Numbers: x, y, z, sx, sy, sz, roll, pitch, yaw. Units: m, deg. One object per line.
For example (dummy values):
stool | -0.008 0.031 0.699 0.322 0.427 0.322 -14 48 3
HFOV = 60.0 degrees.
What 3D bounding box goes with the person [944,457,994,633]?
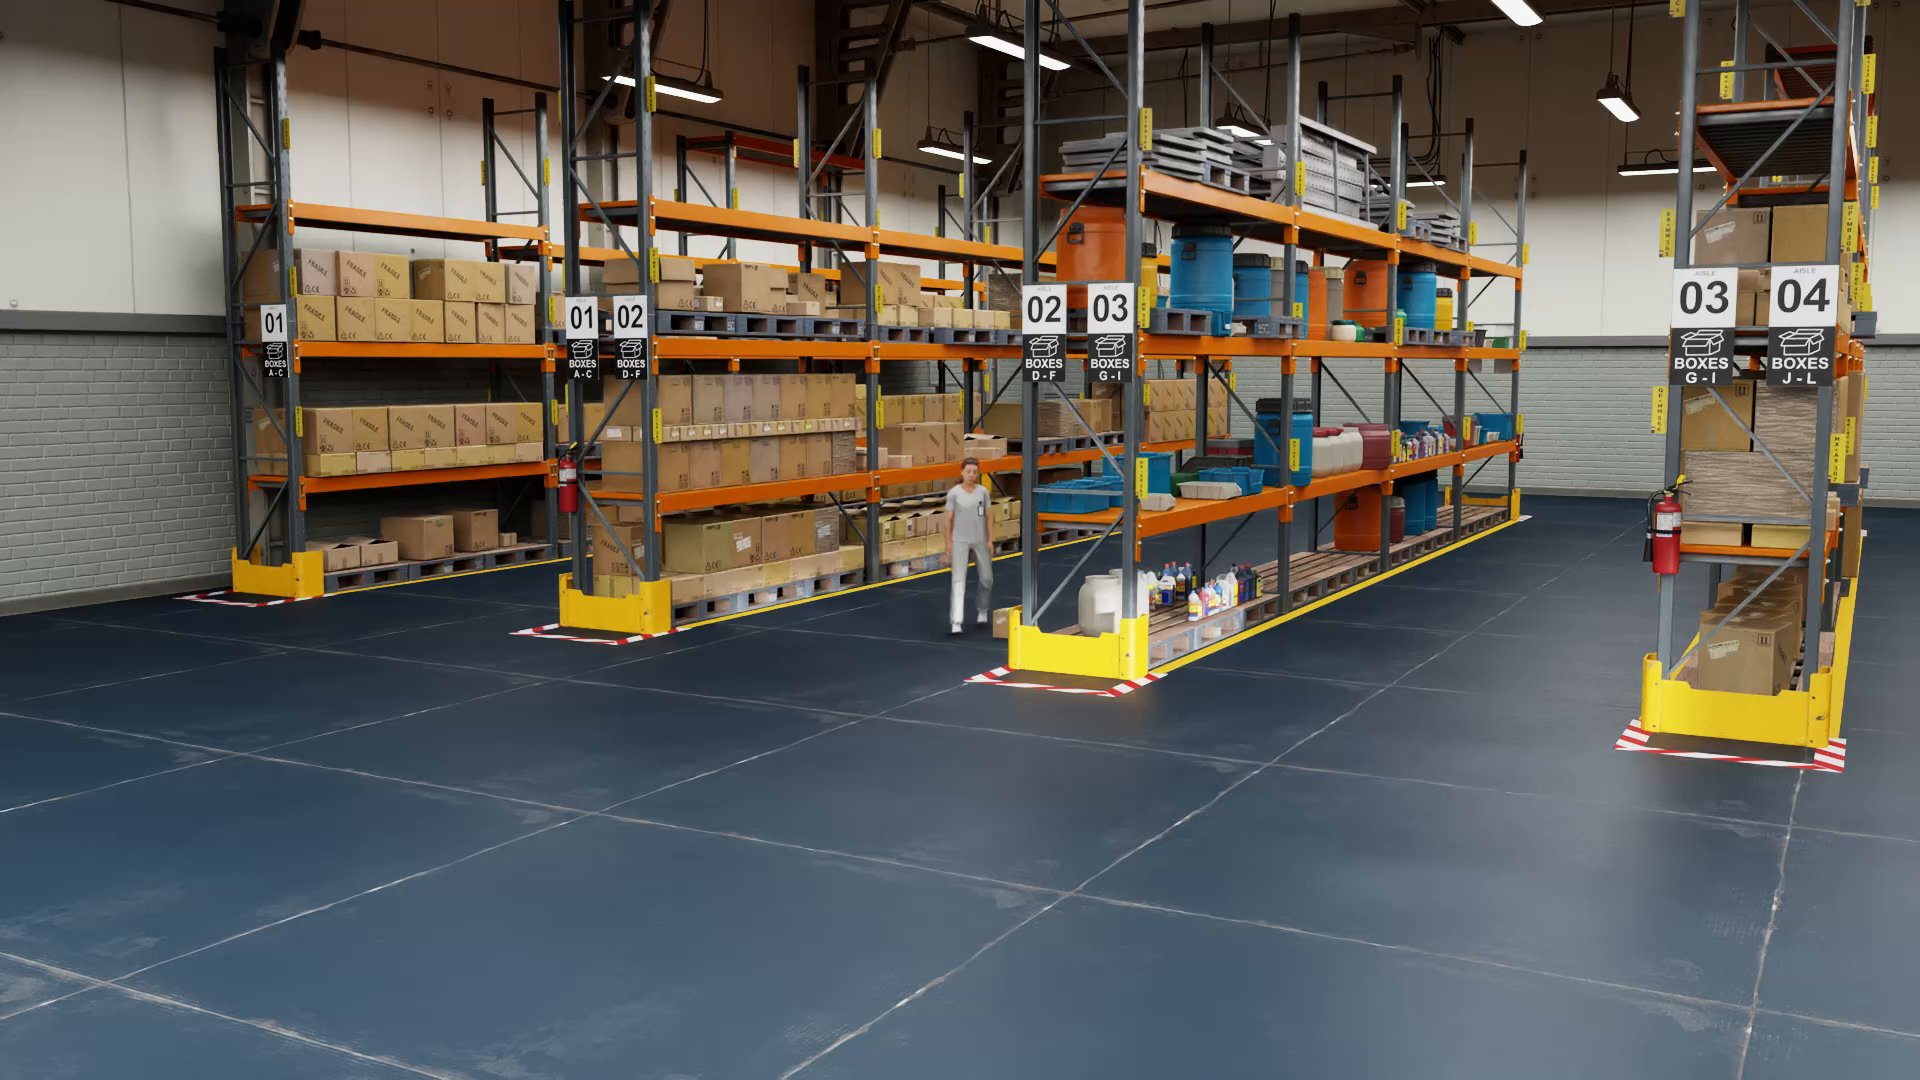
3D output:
person | 0.094 0.032 15.988 0.481 1.663 0.668 -1 6 -11
